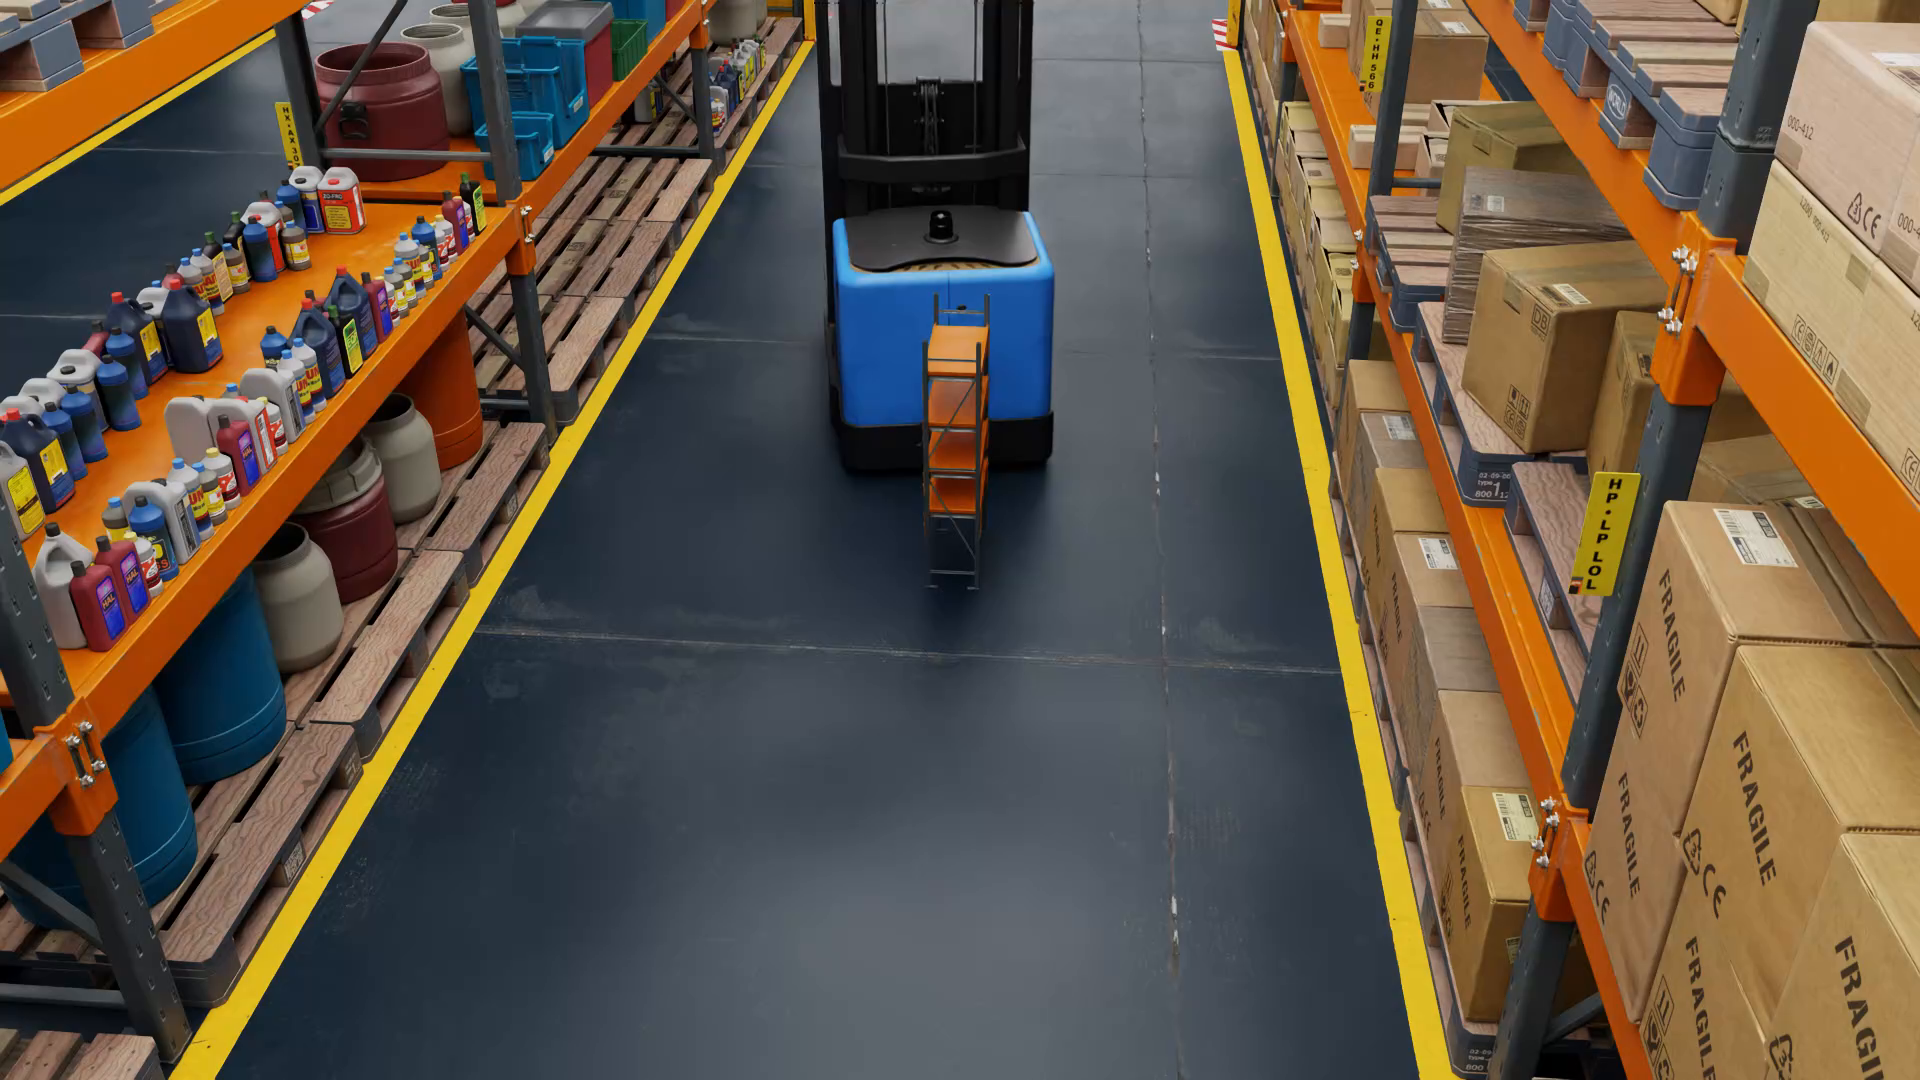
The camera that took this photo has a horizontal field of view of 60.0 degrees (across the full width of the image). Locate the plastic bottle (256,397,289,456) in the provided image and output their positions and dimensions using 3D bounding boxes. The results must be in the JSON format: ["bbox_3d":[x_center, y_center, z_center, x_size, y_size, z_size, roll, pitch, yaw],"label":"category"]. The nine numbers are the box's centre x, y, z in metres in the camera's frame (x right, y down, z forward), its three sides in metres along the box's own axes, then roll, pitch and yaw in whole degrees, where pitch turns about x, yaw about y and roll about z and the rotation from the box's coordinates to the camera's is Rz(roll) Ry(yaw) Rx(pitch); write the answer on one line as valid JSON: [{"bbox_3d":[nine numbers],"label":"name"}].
[{"bbox_3d":[-2.381,-0.394,5.720,0.097,0.201,0.097,0,32,0],"label":"plastic bottle"}]

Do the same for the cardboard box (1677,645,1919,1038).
[{"bbox_3d":[1.666,0.540,2.967,0.500,0.500,0.500,2,32,2],"label":"cardboard box"}]

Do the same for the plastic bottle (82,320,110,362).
[{"bbox_3d":[-3.126,-0.649,6.056,0.061,0.283,0.133,2,32,4],"label":"plastic bottle"}]

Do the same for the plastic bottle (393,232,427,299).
[{"bbox_3d":[-2.270,-1.133,6.852,0.097,0.271,0.097,0,32,0],"label":"plastic bottle"}]

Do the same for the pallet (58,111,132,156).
[{"bbox_3d":[-7.176,-3.270,12.855,1.003,0.211,1.213,2,32,4],"label":"pallet"}]

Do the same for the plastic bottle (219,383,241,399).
[{"bbox_3d":[-2.524,-0.452,5.814,0.097,0.201,0.097,0,32,0],"label":"plastic bottle"}]

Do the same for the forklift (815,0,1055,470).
[{"bbox_3d":[-0.205,-2.343,8.759,1.130,2.935,3.031,-3,32,-5],"label":"forklift"}]

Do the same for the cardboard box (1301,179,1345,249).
[{"bbox_3d":[2.272,-1.917,9.687,0.500,0.311,0.500,3,32,5],"label":"cardboard box"}]

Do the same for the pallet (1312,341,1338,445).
[{"bbox_3d":[2.458,-0.829,8.895,1.003,0.211,1.213,2,32,4],"label":"pallet"}]

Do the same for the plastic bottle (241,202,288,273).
[{"bbox_3d":[-2.980,-1.294,7.109,0.152,0.276,0.135,2,32,4],"label":"plastic bottle"}]

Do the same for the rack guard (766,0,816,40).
[{"bbox_3d":[-1.893,-4.879,15.190,1.175,0.500,0.348,2,32,4],"label":"rack guard"}]

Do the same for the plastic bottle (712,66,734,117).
[{"bbox_3d":[-1.780,-3.357,12.443,0.144,0.351,0.185,3,32,5],"label":"plastic bottle"}]

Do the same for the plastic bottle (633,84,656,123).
[{"bbox_3d":[-2.350,-3.295,12.344,0.144,0.351,0.185,2,32,4],"label":"plastic bottle"}]

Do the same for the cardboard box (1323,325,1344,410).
[{"bbox_3d":[2.152,-0.881,8.542,0.500,0.250,0.500,3,32,5],"label":"cardboard box"}]

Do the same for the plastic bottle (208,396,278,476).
[{"bbox_3d":[-2.418,-0.367,5.604,0.152,0.276,0.135,2,32,4],"label":"plastic bottle"}]

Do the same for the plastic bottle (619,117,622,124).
[{"bbox_3d":[-2.549,-3.189,12.236,0.061,0.283,0.133,4,32,6],"label":"plastic bottle"}]

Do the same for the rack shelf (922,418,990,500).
[{"bbox_3d":[-0.013,-0.367,7.330,0.258,0.148,0.480,2,32,4],"label":"rack shelf"}]

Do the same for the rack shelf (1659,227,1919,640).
[{"bbox_3d":[1.863,0.579,1.778,1.077,0.370,4.000,2,32,4],"label":"rack shelf"}]

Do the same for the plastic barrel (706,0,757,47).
[{"bbox_3d":[-1.952,-4.495,14.155,0.421,0.512,0.421,0,32,0],"label":"plastic barrel"}]

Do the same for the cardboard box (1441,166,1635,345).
[{"bbox_3d":[2.148,-1.005,6.026,0.700,0.500,0.500,8,33,13],"label":"cardboard box"}]

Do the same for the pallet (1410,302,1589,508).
[{"bbox_3d":[2.198,-0.489,5.867,1.003,0.211,1.213,2,32,4],"label":"pallet"}]

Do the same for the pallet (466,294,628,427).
[{"bbox_3d":[-2.483,-1.018,9.200,1.003,0.211,1.213,2,32,4],"label":"pallet"}]

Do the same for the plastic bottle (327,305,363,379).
[{"bbox_3d":[-2.311,-0.758,6.232,0.061,0.283,0.133,2,32,4],"label":"plastic bottle"}]

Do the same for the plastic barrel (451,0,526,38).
[{"bbox_3d":[-2.650,-2.850,9.386,0.433,0.535,0.433,0,32,0],"label":"plastic barrel"}]

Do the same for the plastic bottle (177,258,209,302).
[{"bbox_3d":[-3.054,-0.991,6.622,0.097,0.271,0.097,0,32,0],"label":"plastic bottle"}]

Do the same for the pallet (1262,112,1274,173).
[{"bbox_3d":[2.784,-2.906,12.265,1.003,0.211,1.213,2,32,4],"label":"pallet"}]

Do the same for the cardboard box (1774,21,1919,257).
[{"bbox_3d":[1.739,-0.678,2.799,0.500,0.250,0.500,2,32,4],"label":"cardboard box"}]

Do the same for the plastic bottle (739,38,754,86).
[{"bbox_3d":[-1.715,-3.775,13.122,0.144,0.351,0.185,4,32,6],"label":"plastic bottle"}]

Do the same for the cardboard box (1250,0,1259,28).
[{"bbox_3d":[2.699,-4.566,13.806,0.500,0.500,0.500,2,32,4],"label":"cardboard box"}]

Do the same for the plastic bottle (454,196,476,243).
[{"bbox_3d":[-2.220,-1.427,7.396,0.097,0.201,0.097,0,32,0],"label":"plastic bottle"}]

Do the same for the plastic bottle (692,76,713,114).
[{"bbox_3d":[-1.923,-3.363,12.453,0.144,0.351,0.185,2,32,4],"label":"plastic bottle"}]

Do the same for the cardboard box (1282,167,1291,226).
[{"bbox_3d":[2.355,-2.220,10.714,0.500,0.250,0.500,3,32,5],"label":"cardboard box"}]

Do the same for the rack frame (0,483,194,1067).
[{"bbox_3d":[-2.910,0.290,4.420,1.000,3.000,0.127,2,32,4],"label":"rack frame"}]

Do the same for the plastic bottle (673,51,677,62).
[{"bbox_3d":[-2.392,-4.076,13.685,0.097,0.271,0.097,0,32,0],"label":"plastic bottle"}]

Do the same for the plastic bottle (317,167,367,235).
[{"bbox_3d":[-2.790,-1.530,7.491,0.152,0.276,0.135,2,32,4],"label":"plastic bottle"}]

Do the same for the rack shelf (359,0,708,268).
[{"bbox_3d":[-2.422,-2.541,9.700,1.077,0.370,4.000,2,32,4],"label":"rack shelf"}]

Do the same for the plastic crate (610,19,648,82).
[{"bbox_3d":[-2.119,-2.880,9.766,0.450,0.188,0.662,2,32,4],"label":"plastic crate"}]

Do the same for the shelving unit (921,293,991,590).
[{"bbox_3d":[-0.013,-0.424,7.295,0.258,1.200,0.503,2,32,4],"label":"shelving unit"}]

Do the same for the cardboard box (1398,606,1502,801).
[{"bbox_3d":[1.871,0.590,5.897,0.500,0.500,0.500,3,32,5],"label":"cardboard box"}]

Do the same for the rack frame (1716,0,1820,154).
[{"bbox_3d":[2.026,-2.050,2.499,1.000,3.000,0.127,2,32,4],"label":"rack frame"}]

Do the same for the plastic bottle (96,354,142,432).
[{"bbox_3d":[-2.974,-0.526,5.866,0.097,0.271,0.097,0,32,0],"label":"plastic bottle"}]

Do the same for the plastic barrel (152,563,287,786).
[{"bbox_3d":[-2.791,0.351,5.921,0.600,0.901,0.708,2,32,4],"label":"plastic barrel"}]

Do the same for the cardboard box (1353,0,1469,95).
[{"bbox_3d":[2.515,-2.784,9.313,0.500,0.500,0.500,3,32,4],"label":"cardboard box"}]

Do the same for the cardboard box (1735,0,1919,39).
[{"bbox_3d":[2.141,-1.297,3.546,0.600,0.600,0.600,0,32,-1],"label":"cardboard box"}]

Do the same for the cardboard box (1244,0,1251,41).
[{"bbox_3d":[2.738,-4.508,14.427,0.500,0.250,0.500,2,32,4],"label":"cardboard box"}]

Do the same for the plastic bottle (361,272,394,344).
[{"bbox_3d":[-2.285,-0.924,6.502,0.061,0.283,0.133,2,32,4],"label":"plastic bottle"}]

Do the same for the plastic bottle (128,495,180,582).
[{"bbox_3d":[-2.445,-0.010,5.030,0.097,0.271,0.097,0,32,0],"label":"plastic bottle"}]

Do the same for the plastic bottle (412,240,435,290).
[{"bbox_3d":[-2.263,-1.154,6.953,0.097,0.201,0.097,0,32,0],"label":"plastic bottle"}]

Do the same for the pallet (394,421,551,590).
[{"bbox_3d":[-2.607,-0.200,7.874,1.003,0.211,1.213,2,32,4],"label":"pallet"}]

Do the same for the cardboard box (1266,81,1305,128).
[{"bbox_3d":[2.548,-3.200,12.305,0.500,0.250,0.500,2,32,4],"label":"cardboard box"}]
